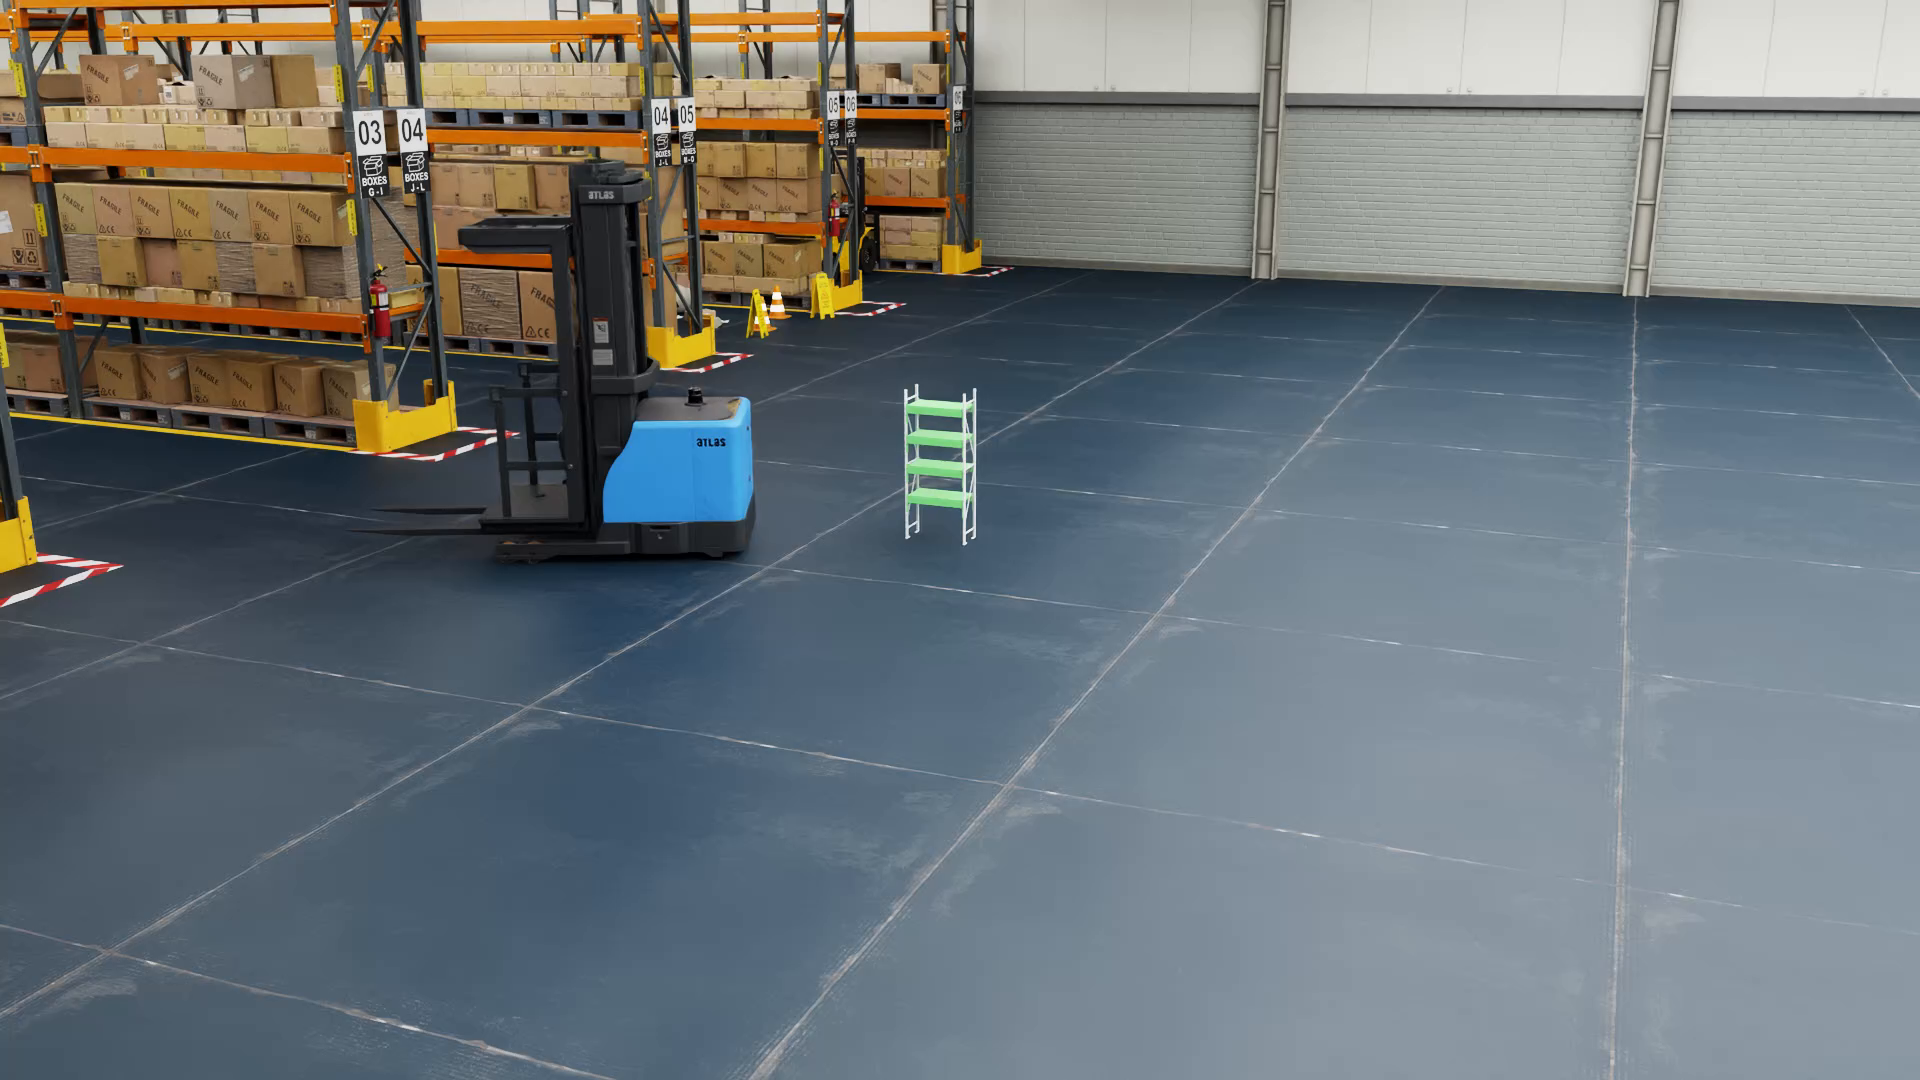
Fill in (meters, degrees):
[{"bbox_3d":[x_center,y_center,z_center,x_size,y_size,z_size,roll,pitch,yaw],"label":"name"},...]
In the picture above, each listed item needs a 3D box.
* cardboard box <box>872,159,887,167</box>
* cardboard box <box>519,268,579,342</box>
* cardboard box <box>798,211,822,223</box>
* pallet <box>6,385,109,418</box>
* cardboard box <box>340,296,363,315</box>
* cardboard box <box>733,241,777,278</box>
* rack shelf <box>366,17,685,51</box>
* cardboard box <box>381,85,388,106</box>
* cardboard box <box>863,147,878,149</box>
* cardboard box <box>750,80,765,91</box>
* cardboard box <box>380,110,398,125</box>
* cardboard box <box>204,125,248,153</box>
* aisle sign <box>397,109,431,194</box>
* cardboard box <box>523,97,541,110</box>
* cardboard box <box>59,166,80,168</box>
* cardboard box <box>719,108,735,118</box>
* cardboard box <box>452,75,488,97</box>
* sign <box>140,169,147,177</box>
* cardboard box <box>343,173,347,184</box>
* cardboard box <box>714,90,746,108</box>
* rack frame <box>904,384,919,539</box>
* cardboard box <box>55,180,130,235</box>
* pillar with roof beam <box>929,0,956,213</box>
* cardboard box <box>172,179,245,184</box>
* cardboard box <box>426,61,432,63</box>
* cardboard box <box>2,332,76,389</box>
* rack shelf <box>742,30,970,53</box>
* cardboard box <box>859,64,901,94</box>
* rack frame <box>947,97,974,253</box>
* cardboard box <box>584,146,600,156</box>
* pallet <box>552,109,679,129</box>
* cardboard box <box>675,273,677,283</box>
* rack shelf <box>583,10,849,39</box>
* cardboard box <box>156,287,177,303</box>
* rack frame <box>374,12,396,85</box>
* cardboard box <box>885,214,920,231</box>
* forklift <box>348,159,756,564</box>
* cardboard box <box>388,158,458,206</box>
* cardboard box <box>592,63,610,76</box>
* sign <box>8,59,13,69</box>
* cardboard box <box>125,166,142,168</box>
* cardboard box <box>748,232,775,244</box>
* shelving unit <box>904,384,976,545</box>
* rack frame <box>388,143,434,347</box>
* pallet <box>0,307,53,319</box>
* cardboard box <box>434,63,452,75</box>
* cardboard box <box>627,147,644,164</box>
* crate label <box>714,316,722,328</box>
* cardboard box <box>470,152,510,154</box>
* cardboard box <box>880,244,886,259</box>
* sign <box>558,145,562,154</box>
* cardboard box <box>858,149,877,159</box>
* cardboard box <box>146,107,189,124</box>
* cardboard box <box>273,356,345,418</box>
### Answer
[{"bbox_3d":[-1.374,-6.722,29.604,0.250,0.149,0.380,6,17,19],"label":"cardboard box"},{"bbox_3d":[-5.003,-3.036,21.310,0.875,0.875,0.875,6,17,20],"label":"cardboard box"},{"bbox_3d":[-2.233,-4.870,25.018,0.250,0.149,0.380,7,18,22],"label":"cardboard box"},{"bbox_3d":[-9.888,-1.587,18.260,1.213,0.211,1.003,6,17,21],"label":"pallet"},{"bbox_3d":[-5.783,-2.292,16.140,0.250,0.149,0.380,6,17,21],"label":"cardboard box"},{"bbox_3d":[-3.134,-4.316,25.493,0.500,0.500,0.500,7,18,23],"label":"cardboard box"},{"bbox_3d":[-5.389,-6.261,20.609,4.000,0.370,1.077,6,17,21],"label":"rack shelf"},{"bbox_3d":[-7.720,-5.875,21.958,0.396,0.266,0.258,6,17,20],"label":"cardboard box"},{"bbox_3d":[-1.651,-7.053,30.212,0.250,0.149,0.380,6,17,21],"label":"cardboard box"},{"bbox_3d":[-2.916,-6.765,24.737,0.250,0.149,0.380,6,17,21],"label":"cardboard box"},{"bbox_3d":[-5.614,-4.085,16.040,0.250,0.149,0.380,6,17,20],"label":"cardboard box"},{"bbox_3d":[-6.923,-3.894,16.096,0.500,0.250,0.500,7,17,22],"label":"cardboard box"},{"bbox_3d":[-5.275,-3.757,16.073,0.004,0.787,0.394,6,17,21],"label":"aisle sign"},{"bbox_3d":[-5.144,-5.359,20.391,0.250,0.149,0.380,6,17,21],"label":"cardboard box"},{"bbox_3d":[-15.869,-6.524,30.087,0.500,0.500,0.500,6,17,20],"label":"cardboard box"},{"bbox_3d":[-3.422,-6.430,25.011,0.250,0.149,0.380,6,17,19],"label":"cardboard box"},{"bbox_3d":[-5.958,-5.658,20.706,0.500,0.250,0.500,6,17,20],"label":"cardboard box"},{"bbox_3d":[-11.161,-4.908,22.765,0.005,0.325,0.100,6,17,21],"label":"sign"},{"bbox_3d":[-7.714,-4.700,22.010,0.500,0.500,0.700,6,17,20],"label":"cardboard box"},{"bbox_3d":[-3.333,-6.605,24.900,0.500,0.250,0.500,7,18,22],"label":"cardboard box"},{"bbox_3d":[-0.381,-0.618,13.151,0.015,1.200,0.240,6,17,21],"label":"rack frame"},{"bbox_3d":[-8.838,-3.406,17.018,0.500,0.500,0.500,6,17,21],"label":"cardboard box"},{"bbox_3d":[-1.885,-8.365,25.846,0.400,9.000,9.100,6,17,21],"label":"pillar with roof beam"},{"bbox_3d":[-7.714,-3.441,17.139,0.500,0.500,0.500,6,17,21],"label":"cardboard box"},{"bbox_3d":[-10.584,-9.402,33.041,0.258,0.266,0.396,6,17,21],"label":"cardboard box"},{"bbox_3d":[-10.164,-1.979,18.306,0.500,0.500,0.700,6,17,20],"label":"cardboard box"},{"bbox_3d":[-1.849,-8.843,29.502,4.000,0.370,1.077,6,17,21],"label":"rack shelf"},{"bbox_3d":[-1.406,-8.146,29.362,0.500,0.500,0.700,6,17,21],"label":"cardboard box"},{"bbox_3d":[0.011,-6.295,29.478,0.127,3.000,1.000,6,17,21],"label":"rack frame"},{"bbox_3d":[-5.835,-6.261,26.729,0.250,0.149,0.380,6,17,20],"label":"cardboard box"},{"bbox_3d":[-4.223,-5.184,20.431,1.213,0.211,1.003,6,17,21],"label":"pallet"},{"bbox_3d":[-4.577,-4.116,26.149,0.500,0.250,0.500,7,18,24],"label":"cardboard box"},{"bbox_3d":[-3.667,-7.746,25.011,4.000,0.370,1.077,6,17,21],"label":"rack shelf"},{"bbox_3d":[-7.902,-2.504,16.870,0.250,0.149,0.380,6,17,21],"label":"cardboard box"},{"bbox_3d":[-9.248,-8.707,27.025,0.127,3.000,1.000,6,17,21],"label":"rack frame"},{"bbox_3d":[-1.009,-5.673,29.722,0.500,0.250,0.500,7,17,22],"label":"cardboard box"},{"bbox_3d":[-3.154,-1.378,12.665,3.031,2.935,1.130,-1,16,-2],"label":"forklift"},{"bbox_3d":[-6.919,-4.666,21.662,0.550,0.550,0.875,6,17,21],"label":"cardboard box"},{"bbox_3d":[-4.198,-5.638,19.922,0.250,0.149,0.380,6,17,21],"label":"cardboard box"},{"bbox_3d":[-16.900,-8.399,29.635,0.005,0.325,0.100,6,17,21],"label":"sign"},{"bbox_3d":[-14.456,-6.844,29.394,0.500,0.500,0.500,7,17,21],"label":"cardboard box"},{"bbox_3d":[-3.014,-4.595,25.291,0.250,0.149,0.380,7,18,22],"label":"cardboard box"},{"bbox_3d":[-0.154,-0.593,13.065,0.503,1.200,0.258,6,17,21],"label":"shelving unit"},{"bbox_3d":[-7.250,-4.123,21.994,0.127,3.000,1.000,6,17,21],"label":"rack frame"},{"bbox_3d":[-13.967,-3.522,24.928,1.213,0.211,1.003,6,17,21],"label":"pallet"},{"bbox_3d":[-6.326,-5.872,20.727,0.250,0.149,0.380,6,17,20],"label":"cardboard box"},{"bbox_3d":[-4.731,-5.929,25.709,0.500,0.500,0.700,6,17,21],"label":"cardboard box"},{"bbox_3d":[-3.525,-3.084,23.550,0.298,0.136,0.250,-2,16,-8],"label":"crate label"},{"bbox_3d":[-7.769,-6.143,27.486,0.500,0.500,0.500,5,17,17],"label":"cardboard box"},{"bbox_3d":[-1.463,-5.249,30.054,0.500,0.250,0.500,6,17,21],"label":"cardboard box"},{"bbox_3d":[-7.621,-7.490,31.658,0.005,0.325,0.100,6,17,21],"label":"sign"},{"bbox_3d":[-1.623,-6.884,29.630,0.250,0.149,0.380,7,17,22],"label":"cardboard box"},{"bbox_3d":[-7.747,-4.170,16.330,0.250,0.149,0.380,6,17,20],"label":"cardboard box"},{"bbox_3d":[-6.586,-1.559,16.894,0.500,0.500,0.500,12,20,35],"label":"cardboard box"}]
